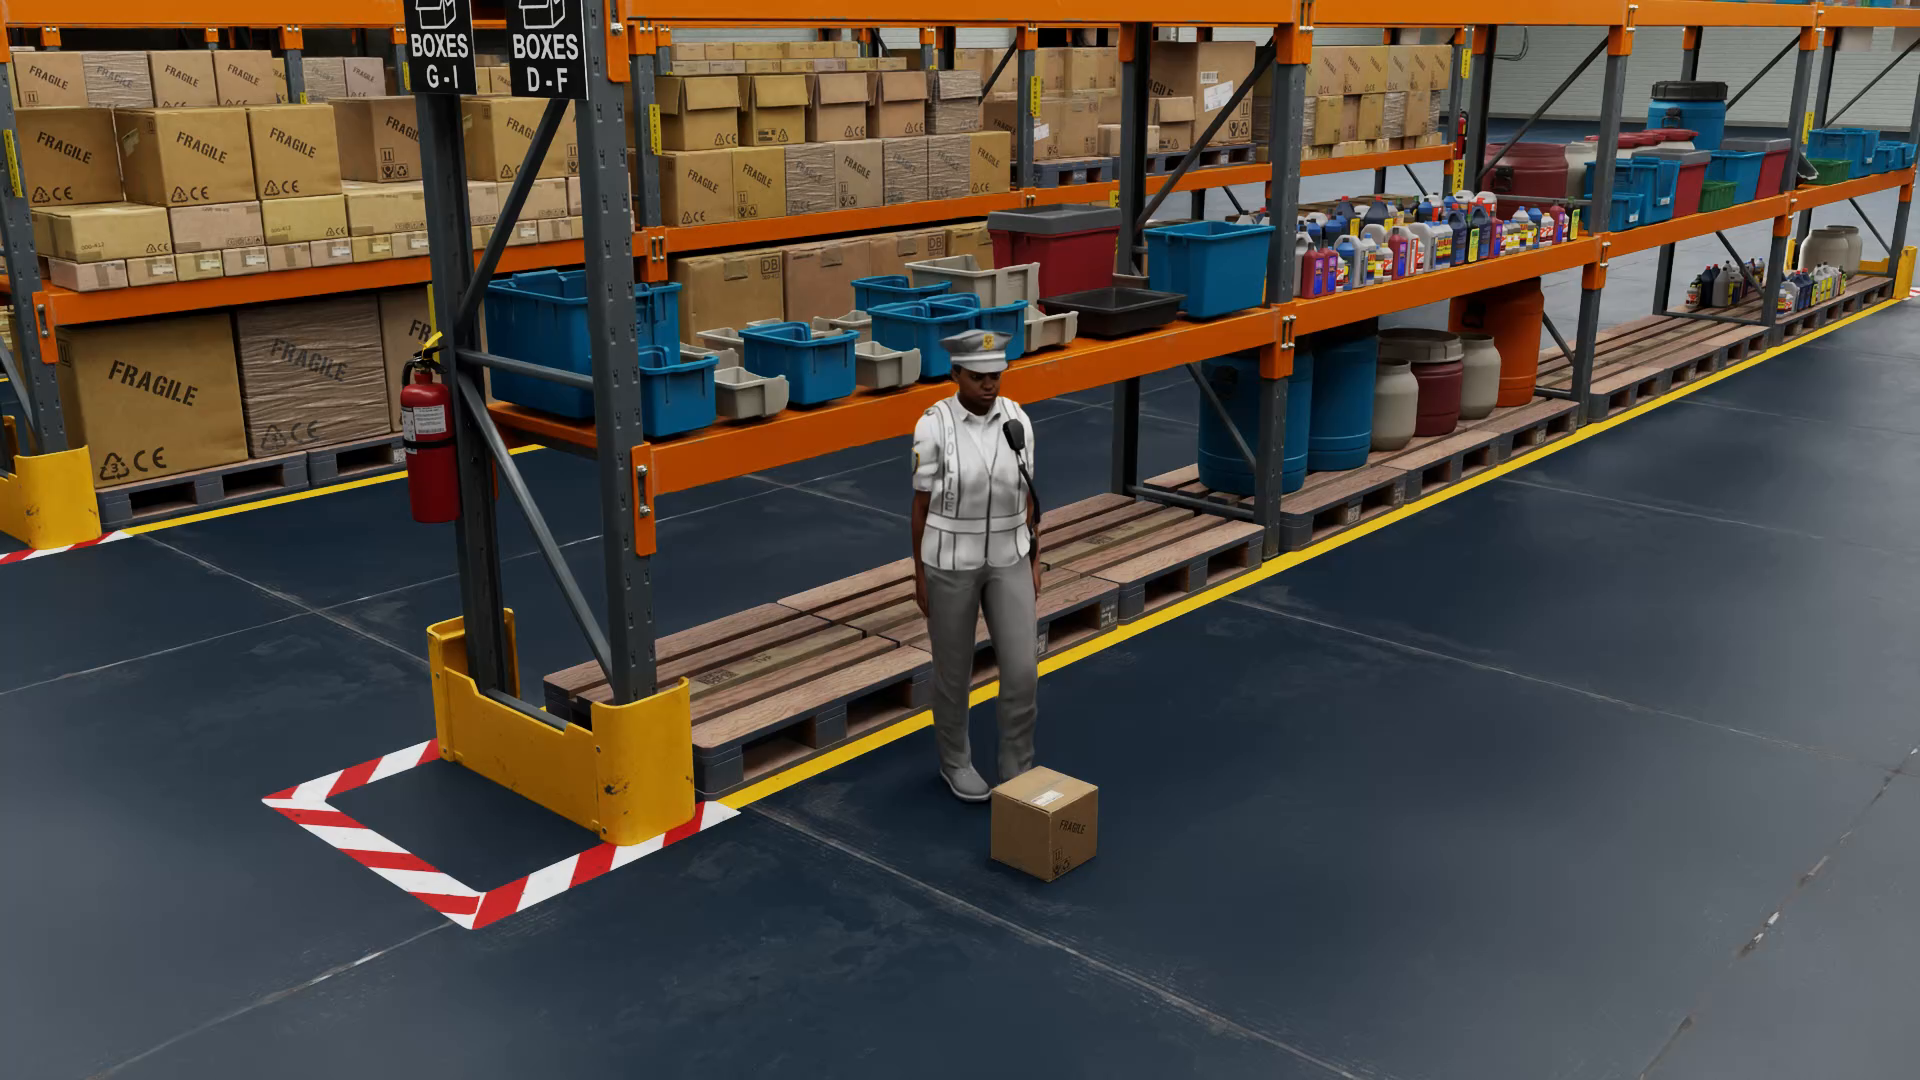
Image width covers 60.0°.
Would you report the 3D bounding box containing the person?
[{"bbox_3d":[0.086,0.129,5.629,0.455,1.695,0.516,-5,18,-15],"label":"person"}]
